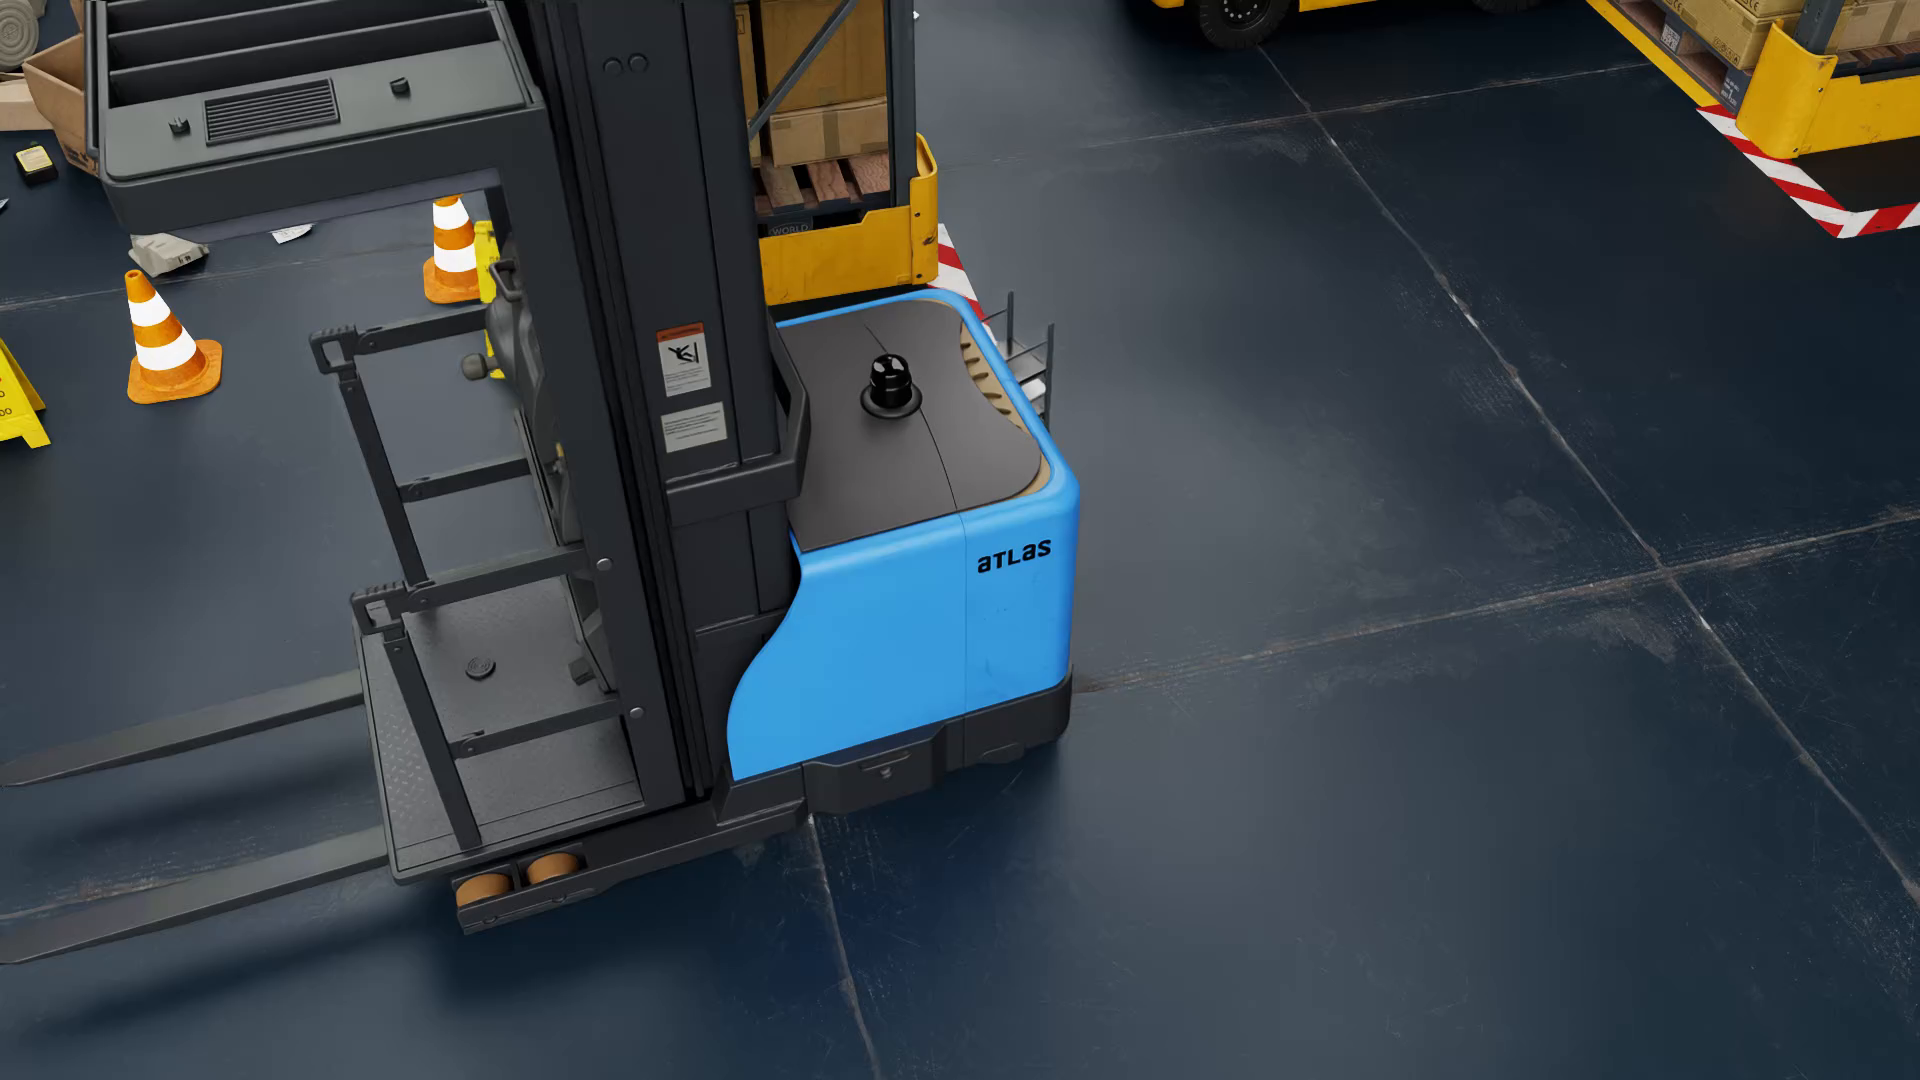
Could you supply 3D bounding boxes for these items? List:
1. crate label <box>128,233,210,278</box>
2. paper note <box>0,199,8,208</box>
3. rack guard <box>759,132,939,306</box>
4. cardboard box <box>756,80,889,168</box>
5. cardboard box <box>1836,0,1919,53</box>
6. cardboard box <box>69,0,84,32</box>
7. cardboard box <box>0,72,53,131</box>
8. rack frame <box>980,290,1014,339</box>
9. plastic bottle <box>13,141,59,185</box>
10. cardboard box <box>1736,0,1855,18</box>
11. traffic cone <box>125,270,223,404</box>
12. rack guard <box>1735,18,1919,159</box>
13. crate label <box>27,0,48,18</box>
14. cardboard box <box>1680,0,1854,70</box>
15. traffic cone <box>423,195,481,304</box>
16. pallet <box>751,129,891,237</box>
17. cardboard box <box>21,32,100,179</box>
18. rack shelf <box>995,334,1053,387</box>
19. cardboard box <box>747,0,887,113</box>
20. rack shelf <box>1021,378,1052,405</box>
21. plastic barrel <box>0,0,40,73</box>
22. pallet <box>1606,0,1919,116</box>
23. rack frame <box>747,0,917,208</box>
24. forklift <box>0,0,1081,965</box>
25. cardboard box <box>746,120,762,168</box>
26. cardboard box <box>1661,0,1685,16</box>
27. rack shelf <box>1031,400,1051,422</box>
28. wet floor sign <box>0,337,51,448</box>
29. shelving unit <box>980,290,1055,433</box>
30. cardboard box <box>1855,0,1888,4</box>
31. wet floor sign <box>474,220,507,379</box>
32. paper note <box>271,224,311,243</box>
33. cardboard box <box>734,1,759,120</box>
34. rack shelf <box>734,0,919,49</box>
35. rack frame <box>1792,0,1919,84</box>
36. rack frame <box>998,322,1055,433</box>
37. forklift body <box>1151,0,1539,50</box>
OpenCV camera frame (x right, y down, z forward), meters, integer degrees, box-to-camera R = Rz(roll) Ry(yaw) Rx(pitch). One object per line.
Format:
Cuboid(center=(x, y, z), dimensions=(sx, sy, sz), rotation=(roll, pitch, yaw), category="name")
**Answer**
Cuboid(center=(-3.268, -1.222, 6.852), dimensions=(0.250, 0.136, 0.298), rotation=(-35, 55, -30), category="crate label")
Cuboid(center=(-4.172, -1.419, 7.120), dimensions=(0.144, 0.017, 0.142), rotation=(4, 46, 4), category="paper note")
Cuboid(center=(-0.683, -1.247, 6.622), dimensions=(1.175, 0.500, 0.348), rotation=(-11, 47, -10), category="rack guard")
Cuboid(center=(-0.603, -1.861, 7.105), dimensions=(0.500, 0.250, 0.500), rotation=(-11, 47, -11), category="cardboard box")
Cuboid(center=(4.197, -2.539, 7.769), dimensions=(0.500, 0.250, 0.500), rotation=(-11, 47, -10), category="cardboard box")
Cuboid(center=(-3.808, -2.637, 7.887), dimensions=(0.797, 0.637, 0.503), rotation=(-11, 47, -10), category="cardboard box")
Cuboid(center=(-4.226, -2.049, 7.572), dimensions=(0.396, 0.266, 0.258), rotation=(-3, 46, -3), category="cardboard box")
Cuboid(center=(0.074, -0.423, 5.534), dimensions=(0.240, 0.900, 0.006), rotation=(-28, 52, -25), category="rack frame")
Cuboid(center=(-4.093, -1.673, 7.346), dimensions=(0.133, 0.061, 0.283), rotation=(-26, 51, -24), category="plastic bottle")
Cuboid(center=(3.707, -2.618, 7.497), dimensions=(0.500, 0.250, 0.500), rotation=(-11, 47, -11), category="cardboard box")
Cuboid(center=(-3.006, -0.805, 6.215), dimensions=(0.336, 0.463, 0.334), rotation=(-11, 47, -10), category="traffic cone")
Cuboid(center=(4.140, -2.088, 7.446), dimensions=(1.175, 0.500, 0.348), rotation=(-11, 47, -10), category="rack guard")
Cuboid(center=(-4.727, -2.686, 8.286), dimensions=(0.250, 0.136, 0.298), rotation=(27, 51, 24), category="crate label")
Cuboid(center=(3.708, -2.431, 7.663), dimensions=(0.500, 0.250, 0.500), rotation=(-10, 46, -10), category="cardboard box")
Cuboid(center=(-2.020, -1.242, 6.644), dimensions=(0.336, 0.463, 0.334), rotation=(-11, 47, -10), category="traffic cone")
Cuboid(center=(-0.857, -1.713, 7.281), dimensions=(1.003, 0.211, 1.213), rotation=(-11, 47, -10), category="pallet")
Cuboid(center=(-3.560, -1.945, 7.304), dimensions=(0.637, 0.503, 0.797), rotation=(27, 51, 24), category="cardboard box")
Cuboid(center=(0.134, -0.530, 5.308), dimensions=(0.258, 0.077, 0.200), rotation=(-28, 52, -25), category="rack shelf")
Cuboid(center=(-0.609, -2.140, 6.853), dimensions=(0.500, 0.500, 0.500), rotation=(-12, 47, -12), category="cardboard box")
Cuboid(center=(0.134, -0.467, 5.373), dimensions=(0.258, 0.077, 0.200), rotation=(-28, 52, -25), category="rack shelf")
Cuboid(center=(-4.673, -2.452, 7.856), dimensions=(0.512, 0.421, 0.421), rotation=(19, 48, 17), category="plastic barrel")
Cuboid(center=(3.898, -2.524, 8.076), dimensions=(1.003, 0.211, 1.213), rotation=(-11, 47, -10), category="pallet")
Cuboid(center=(-0.663, -2.069, 5.678), dimensions=(1.000, 3.000, 0.127), rotation=(-11, 47, -10), category="rack frame")
Cuboid(center=(-1.235, -0.362, 4.052), dimensions=(3.031, 2.935, 1.130), rotation=(-15, 47, -14), category="forklift")
Cuboid(center=(-1.137, -1.779, 7.025), dimensions=(0.500, 0.250, 0.500), rotation=(-11, 47, -11), category="cardboard box")
Cuboid(center=(3.590, -2.776, 8.001), dimensions=(0.500, 0.250, 0.500), rotation=(-11, 47, -10), category="cardboard box")
Cuboid(center=(0.134, -0.404, 5.437), dimensions=(0.258, 0.077, 0.200), rotation=(-28, 52, -25), category="rack shelf")
Cuboid(center=(-3.501, -0.613, 5.898), dimensions=(0.267, 0.644, 0.232), rotation=(-18, 48, -17), category="wet floor sign")
Cuboid(center=(0.134, -0.365, 5.477), dimensions=(0.258, 0.900, 0.210), rotation=(-28, 52, -25), category="shelving unit")
Cuboid(center=(4.214, -2.702, 7.579), dimensions=(0.500, 0.250, 0.500), rotation=(-10, 46, -10), category="cardboard box")
Cuboid(center=(-1.649, -0.919, 6.198), dimensions=(0.267, 0.644, 0.232), rotation=(4, 46, 4), category="wet floor sign")
Cuboid(center=(-2.830, -1.319, 7.021), dimensions=(0.148, 0.019, 0.142), rotation=(-26, 51, -24), category="paper note")
Cuboid(center=(-1.121, -2.022, 6.737), dimensions=(0.500, 0.500, 0.500), rotation=(-10, 46, -10), category="cardboard box")
Cuboid(center=(-1.175, -3.198, 7.288), dimensions=(1.077, 0.370, 4.000), rotation=(-11, 47, -10), category="rack shelf")
Cuboid(center=(4.134, -2.980, 6.570), dimensions=(1.000, 3.000, 0.127), rotation=(-11, 47, -10), category="rack frame")
Cuboid(center=(0.195, -0.307, 5.420), dimensions=(0.240, 0.900, 0.006), rotation=(-28, 52, -25), category="rack frame")
Cuboid(center=(1.885, -3.658, 7.829), dimensions=(2.313, 2.155, 1.214), rotation=(-11, 47, -10), category="forklift body")
